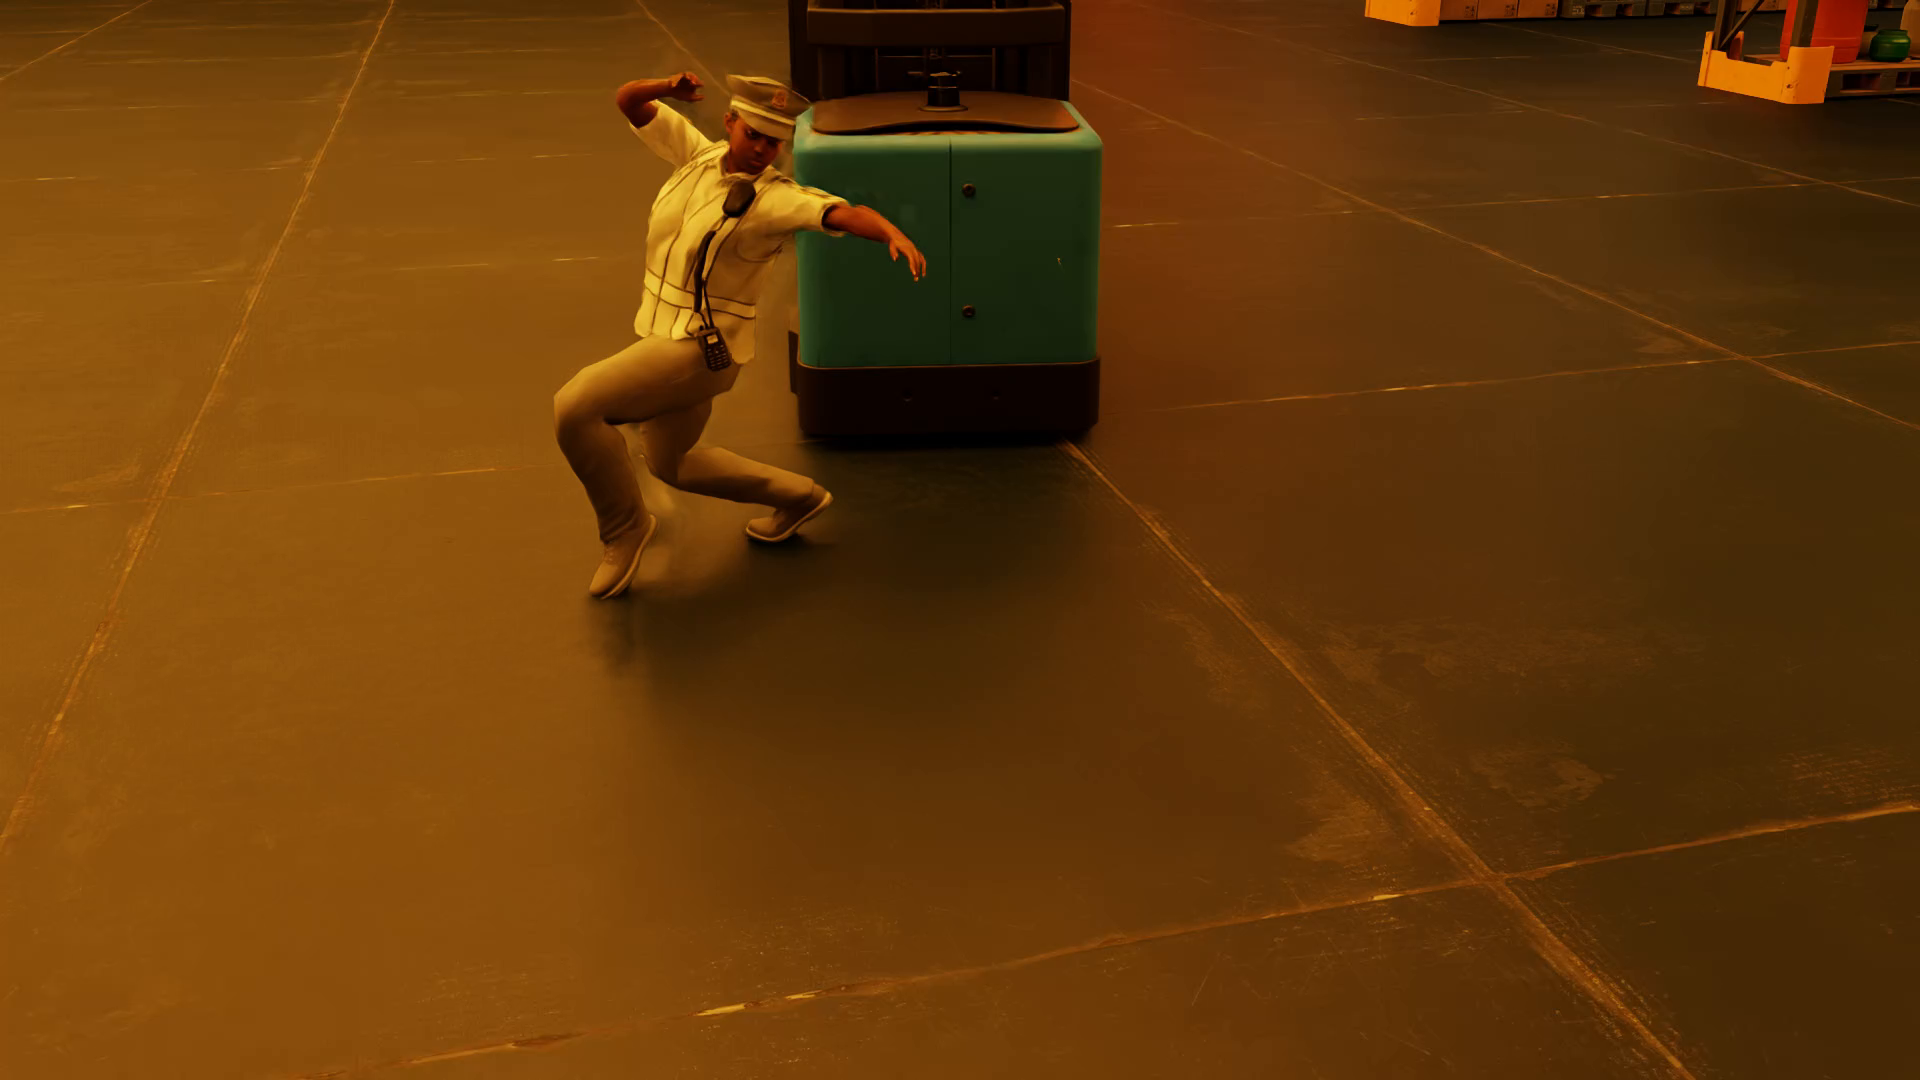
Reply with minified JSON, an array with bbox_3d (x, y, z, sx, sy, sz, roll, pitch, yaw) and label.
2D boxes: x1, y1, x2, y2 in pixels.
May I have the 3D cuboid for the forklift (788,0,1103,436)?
[{"bbox_3d":[-0.135,-2.243,6.580,1.130,2.935,3.031,-2,23,-4],"label":"forklift"}]

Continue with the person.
[{"bbox_3d":[-0.635,-0.496,4.453,0.841,1.433,1.002,-13,26,-28],"label":"person"}]
